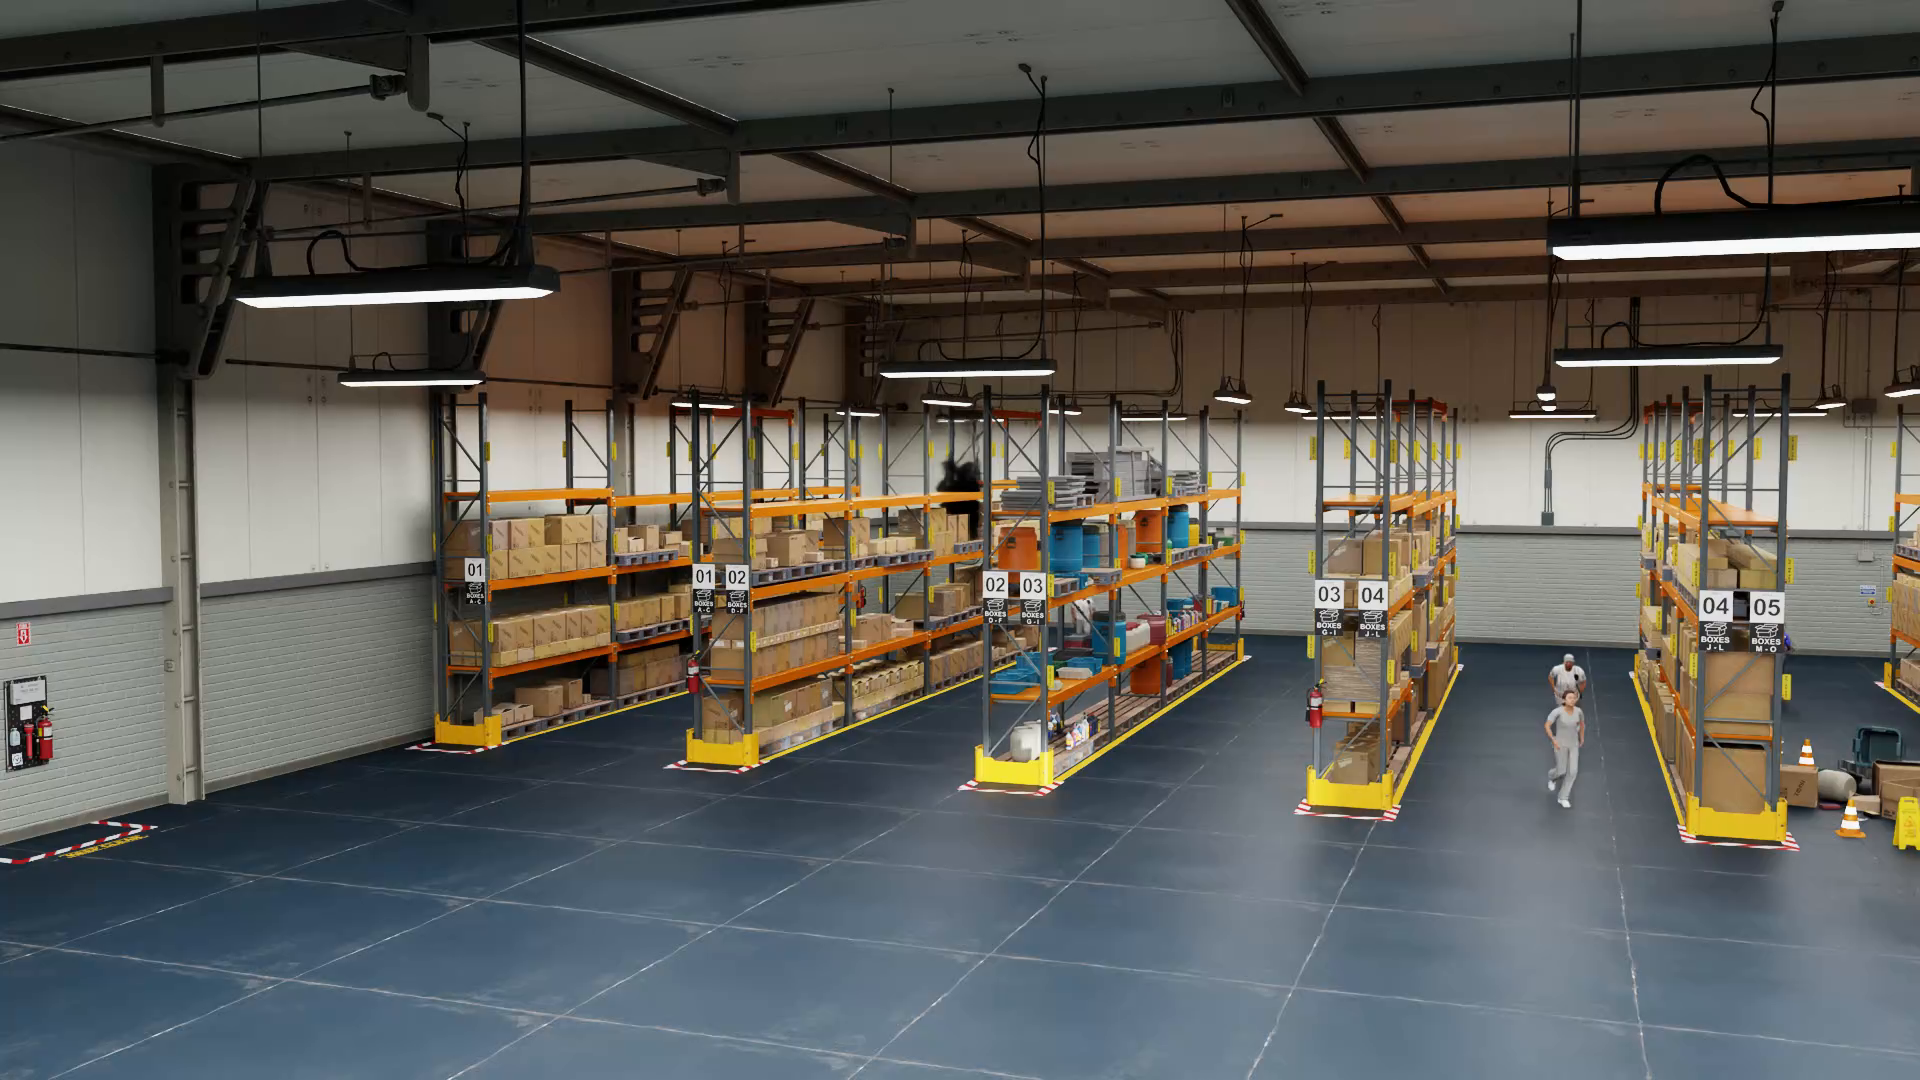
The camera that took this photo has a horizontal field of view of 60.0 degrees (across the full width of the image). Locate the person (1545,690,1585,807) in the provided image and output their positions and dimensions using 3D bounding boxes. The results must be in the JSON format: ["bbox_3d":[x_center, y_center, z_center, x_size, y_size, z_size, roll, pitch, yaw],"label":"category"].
[{"bbox_3d":[8.616,2.935,23.673,0.585,1.639,0.678,0,3,-4],"label":"person"}]

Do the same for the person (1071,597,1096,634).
[{"bbox_3d":[2.996,1.860,40.385,0.615,1.525,0.655,0,3,4],"label":"person"}]

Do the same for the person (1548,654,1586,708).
[{"bbox_3d":[10.296,2.731,28.211,0.609,1.660,0.882,1,3,19],"label":"person"}]

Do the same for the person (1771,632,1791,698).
[{"bbox_3d":[16.484,2.397,33.655,0.565,1.611,0.542,1,3,15],"label":"person"}]
